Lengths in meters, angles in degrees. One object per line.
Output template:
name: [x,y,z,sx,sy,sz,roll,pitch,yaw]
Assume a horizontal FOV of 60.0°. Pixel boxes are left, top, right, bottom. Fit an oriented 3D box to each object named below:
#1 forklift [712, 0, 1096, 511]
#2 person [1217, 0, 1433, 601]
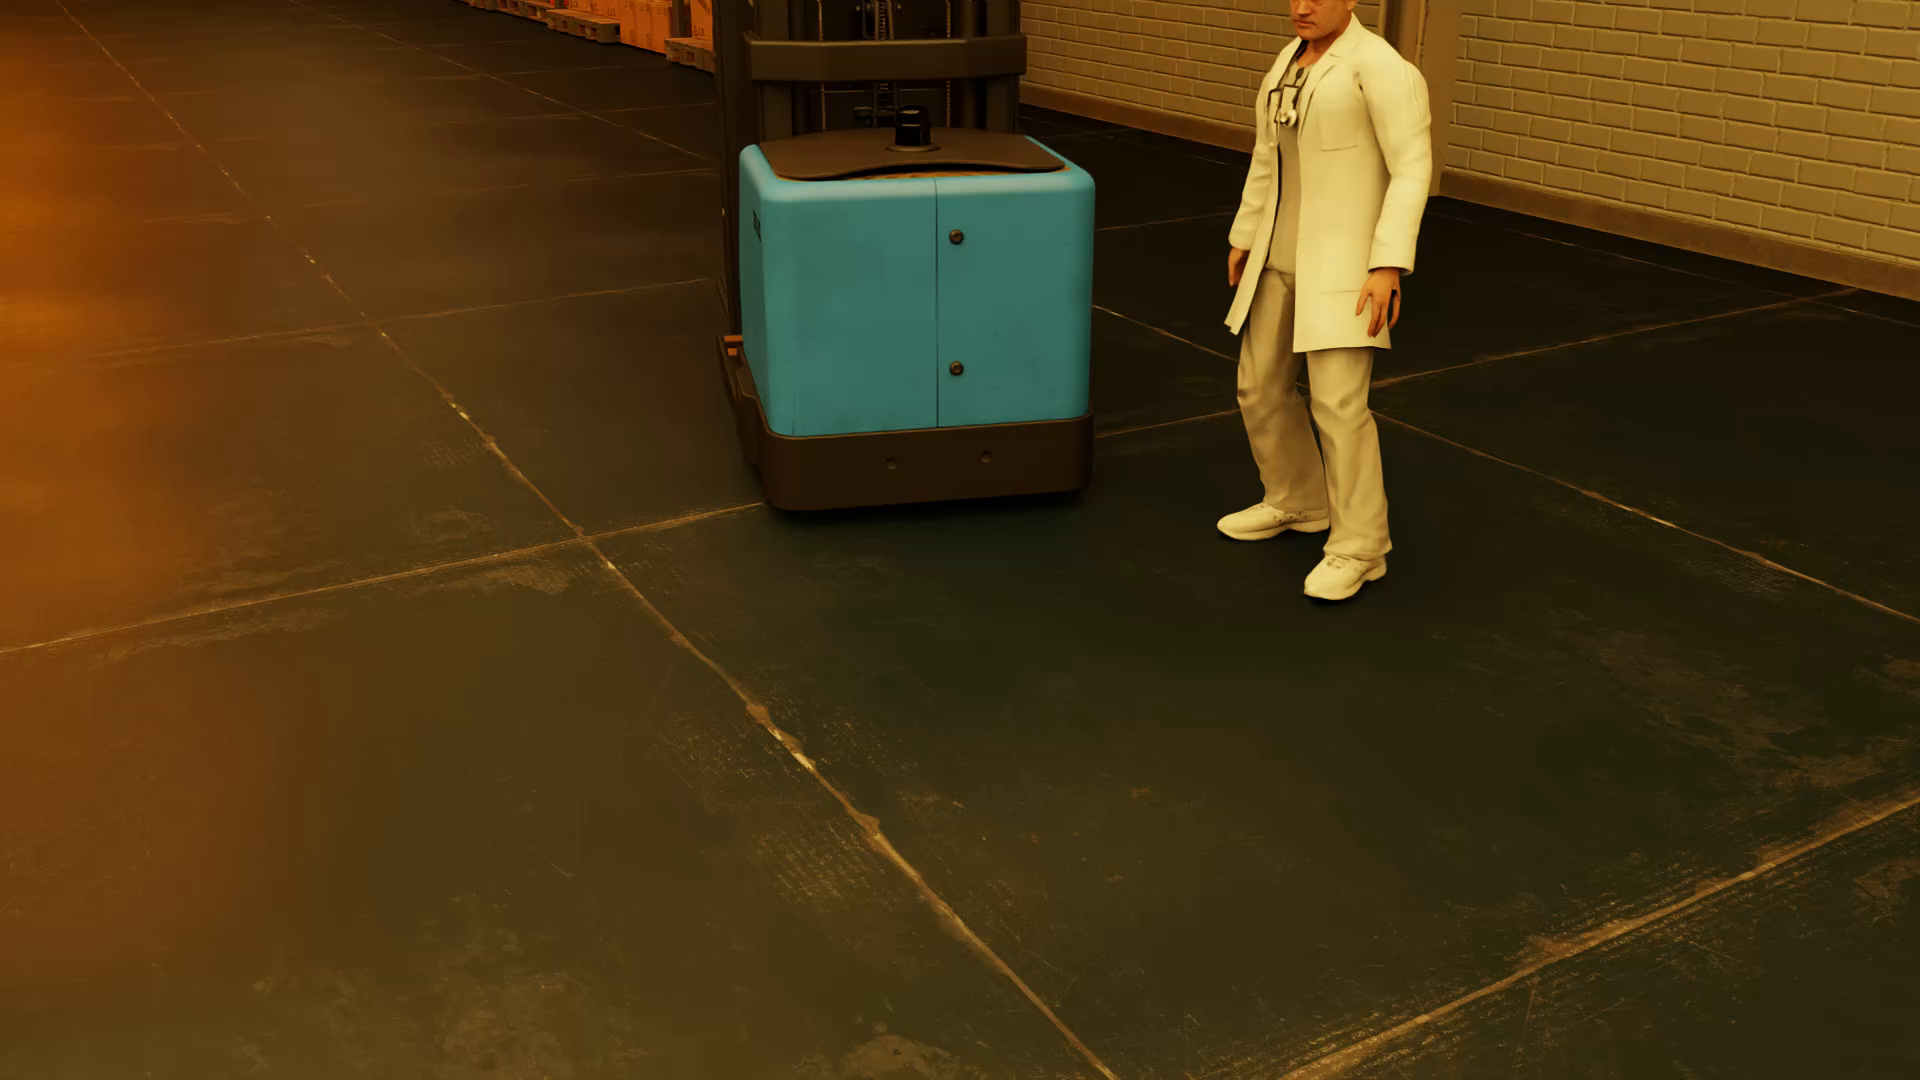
forklift: [-0.378,-1.974,6.084,1.130,2.935,3.031,-5,23,-11]
person: [1.000,-0.785,4.741,0.459,1.753,0.817,-13,25,-28]
